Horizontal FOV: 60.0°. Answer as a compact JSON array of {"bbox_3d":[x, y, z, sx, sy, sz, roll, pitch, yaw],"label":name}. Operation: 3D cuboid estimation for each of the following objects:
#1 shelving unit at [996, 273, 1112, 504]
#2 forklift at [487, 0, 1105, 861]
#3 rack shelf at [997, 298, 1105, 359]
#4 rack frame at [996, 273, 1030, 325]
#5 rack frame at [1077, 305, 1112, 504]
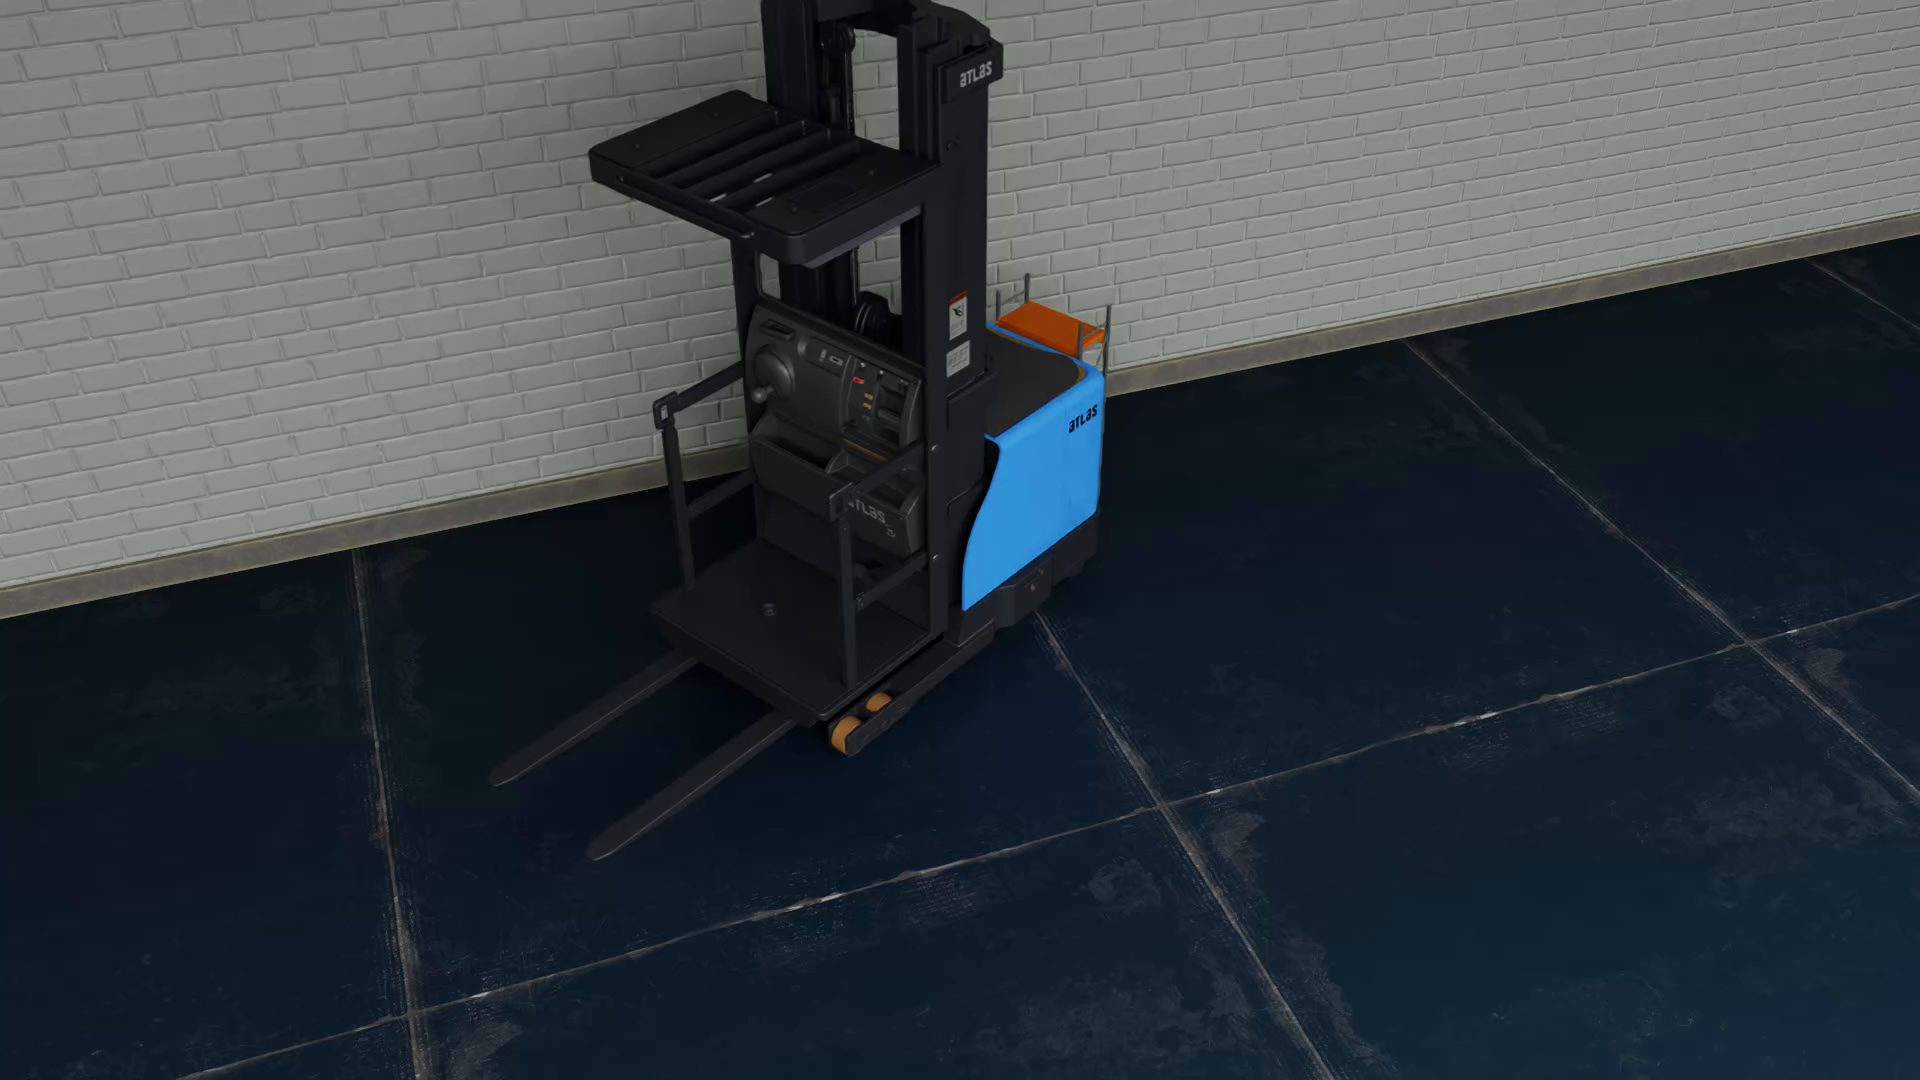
[{"bbox_3d":[0.439,-0.656,8.184,0.503,1.200,0.258,27,44,31],"label":"shelving unit"},{"bbox_3d":[-0.663,-0.597,6.667,1.130,2.935,3.031,27,45,31],"label":"forklift"},{"bbox_3d":[0.440,-0.971,7.948,0.480,0.148,0.258,27,44,31],"label":"rack shelf"},{"bbox_3d":[0.253,-0.751,8.310,0.015,1.200,0.240,27,44,31],"label":"rack frame"},{"bbox_3d":[0.625,-0.561,8.057,0.015,1.200,0.240,27,44,31],"label":"rack frame"}]
